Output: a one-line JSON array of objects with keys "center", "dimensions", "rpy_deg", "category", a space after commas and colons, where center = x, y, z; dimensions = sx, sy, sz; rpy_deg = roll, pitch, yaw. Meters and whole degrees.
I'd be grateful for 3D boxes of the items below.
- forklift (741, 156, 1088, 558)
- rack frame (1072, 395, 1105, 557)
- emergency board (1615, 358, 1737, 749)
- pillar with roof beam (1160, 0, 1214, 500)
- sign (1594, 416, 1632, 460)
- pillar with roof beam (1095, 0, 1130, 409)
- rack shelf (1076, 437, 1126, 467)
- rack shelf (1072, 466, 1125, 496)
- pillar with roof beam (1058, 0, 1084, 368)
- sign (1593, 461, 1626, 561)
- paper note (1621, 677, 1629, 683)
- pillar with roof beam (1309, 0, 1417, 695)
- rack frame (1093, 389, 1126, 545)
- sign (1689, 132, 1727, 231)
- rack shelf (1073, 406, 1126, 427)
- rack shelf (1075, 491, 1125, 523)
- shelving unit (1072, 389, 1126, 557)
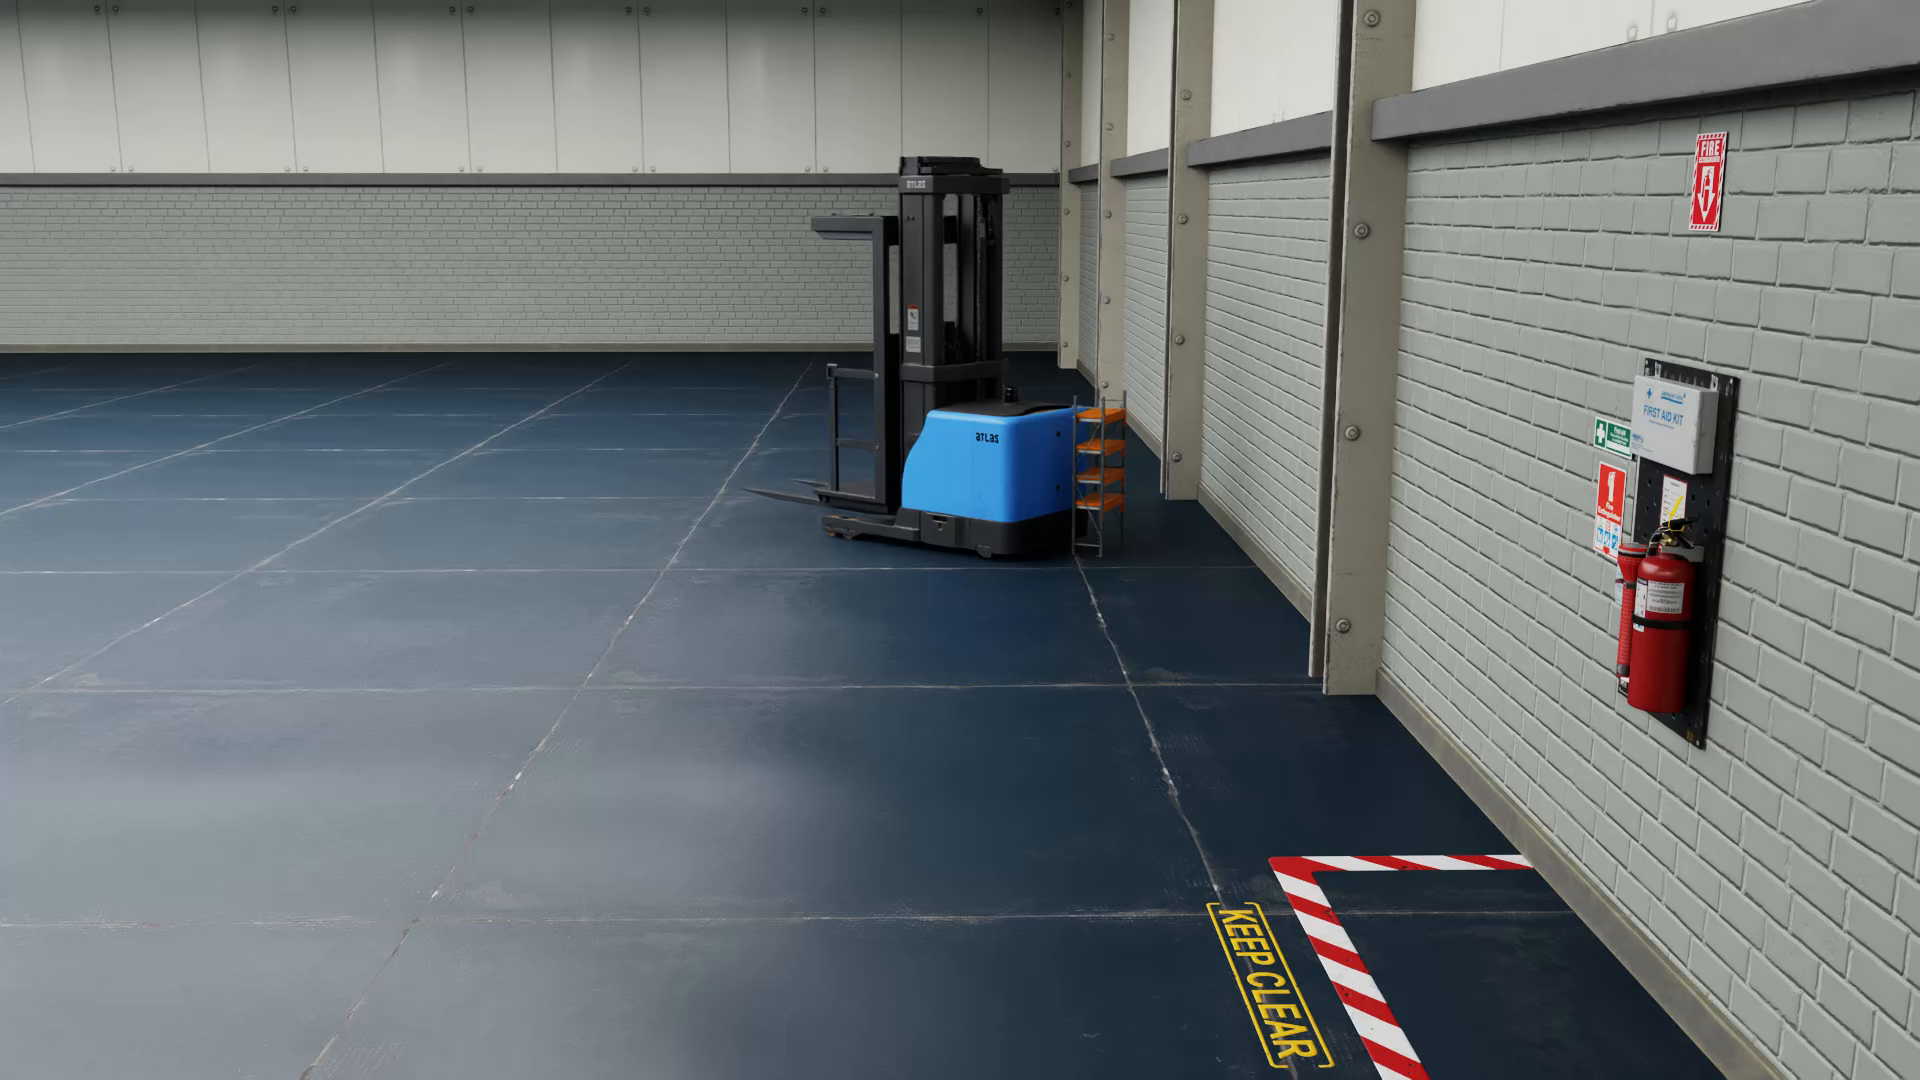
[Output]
[{"center": [-0.472, -1.519, 13.175], "dimensions": [3.031, 2.935, 1.130], "rpy_deg": [9, 15, 38], "category": "forklift"}, {"center": [0.954, -0.471, 12.361], "dimensions": [0.240, 1.200, 0.015], "rpy_deg": [5, 13, 23], "category": "rack frame"}, {"center": [2.227, 0.024, 5.396], "dimensions": [0.194, 1.169, 0.643], "rpy_deg": [0, 11, -1], "category": "emergency board"}, {"center": [-2.312, -4.792, 14.048], "dimensions": [9.100, 9.000, 0.400], "rpy_deg": [0, 11, -1], "category": "pillar with roof beam"}, {"center": [2.310, -0.363, 5.879], "dimensions": [0.001, 0.109, 0.331], "rpy_deg": [0, 11, -1], "category": "sign"}, {"center": [-2.436, -5.985, 19.927], "dimensions": [9.100, 9.000, 0.400], "rpy_deg": [0, 11, -1], "category": "pillar with roof beam"}, {"center": [1.053, -0.668, 12.548], "dimensions": [0.258, 0.148, 0.480], "rpy_deg": [5, 13, 23], "category": "rack shelf"}, {"center": [1.053, -0.449, 12.593], "dimensions": [0.258, 0.148, 0.480], "rpy_deg": [5, 13, 23], "category": "rack shelf"}, {"center": [-2.560, -7.178, 25.806], "dimensions": [9.100, 9.000, 0.400], "rpy_deg": [0, 11, -1], "category": "pillar with roof beam"}, {"center": [2.318, -0.104, 5.937], "dimensions": [0.001, 0.329, 0.234], "rpy_deg": [0, 11, -1], "category": "sign"}, {"center": [2.292, 0.420, 5.659], "dimensions": [0.016, 0.148, 0.142], "rpy_deg": [0, 11, -1], "category": "paper note"}, {"center": [-2.188, -3.600, 8.169], "dimensions": [9.100, 9.000, 0.400], "rpy_deg": [0, 11, -1], "category": "pillar with roof beam"}, {"center": [1.152, -0.559, 12.798], "dimensions": [0.240, 1.200, 0.015], "rpy_deg": [5, 13, 23], "category": "rack frame"}, {"center": [2.326, -1.114, 5.176], "dimensions": [0.001, 0.298, 0.199], "rpy_deg": [0, 11, -1], "category": "sign"}, {"center": [1.053, -0.900, 12.501], "dimensions": [0.258, 0.148, 0.480], "rpy_deg": [5, 13, 23], "category": "rack shelf"}, {"center": [1.053, -0.254, 12.632], "dimensions": [0.258, 0.148, 0.480], "rpy_deg": [5, 13, 23], "category": "rack shelf"}, {"center": [1.053, -0.515, 12.579], "dimensions": [0.258, 1.200, 0.503], "rpy_deg": [5, 13, 23], "category": "shelving unit"}]
